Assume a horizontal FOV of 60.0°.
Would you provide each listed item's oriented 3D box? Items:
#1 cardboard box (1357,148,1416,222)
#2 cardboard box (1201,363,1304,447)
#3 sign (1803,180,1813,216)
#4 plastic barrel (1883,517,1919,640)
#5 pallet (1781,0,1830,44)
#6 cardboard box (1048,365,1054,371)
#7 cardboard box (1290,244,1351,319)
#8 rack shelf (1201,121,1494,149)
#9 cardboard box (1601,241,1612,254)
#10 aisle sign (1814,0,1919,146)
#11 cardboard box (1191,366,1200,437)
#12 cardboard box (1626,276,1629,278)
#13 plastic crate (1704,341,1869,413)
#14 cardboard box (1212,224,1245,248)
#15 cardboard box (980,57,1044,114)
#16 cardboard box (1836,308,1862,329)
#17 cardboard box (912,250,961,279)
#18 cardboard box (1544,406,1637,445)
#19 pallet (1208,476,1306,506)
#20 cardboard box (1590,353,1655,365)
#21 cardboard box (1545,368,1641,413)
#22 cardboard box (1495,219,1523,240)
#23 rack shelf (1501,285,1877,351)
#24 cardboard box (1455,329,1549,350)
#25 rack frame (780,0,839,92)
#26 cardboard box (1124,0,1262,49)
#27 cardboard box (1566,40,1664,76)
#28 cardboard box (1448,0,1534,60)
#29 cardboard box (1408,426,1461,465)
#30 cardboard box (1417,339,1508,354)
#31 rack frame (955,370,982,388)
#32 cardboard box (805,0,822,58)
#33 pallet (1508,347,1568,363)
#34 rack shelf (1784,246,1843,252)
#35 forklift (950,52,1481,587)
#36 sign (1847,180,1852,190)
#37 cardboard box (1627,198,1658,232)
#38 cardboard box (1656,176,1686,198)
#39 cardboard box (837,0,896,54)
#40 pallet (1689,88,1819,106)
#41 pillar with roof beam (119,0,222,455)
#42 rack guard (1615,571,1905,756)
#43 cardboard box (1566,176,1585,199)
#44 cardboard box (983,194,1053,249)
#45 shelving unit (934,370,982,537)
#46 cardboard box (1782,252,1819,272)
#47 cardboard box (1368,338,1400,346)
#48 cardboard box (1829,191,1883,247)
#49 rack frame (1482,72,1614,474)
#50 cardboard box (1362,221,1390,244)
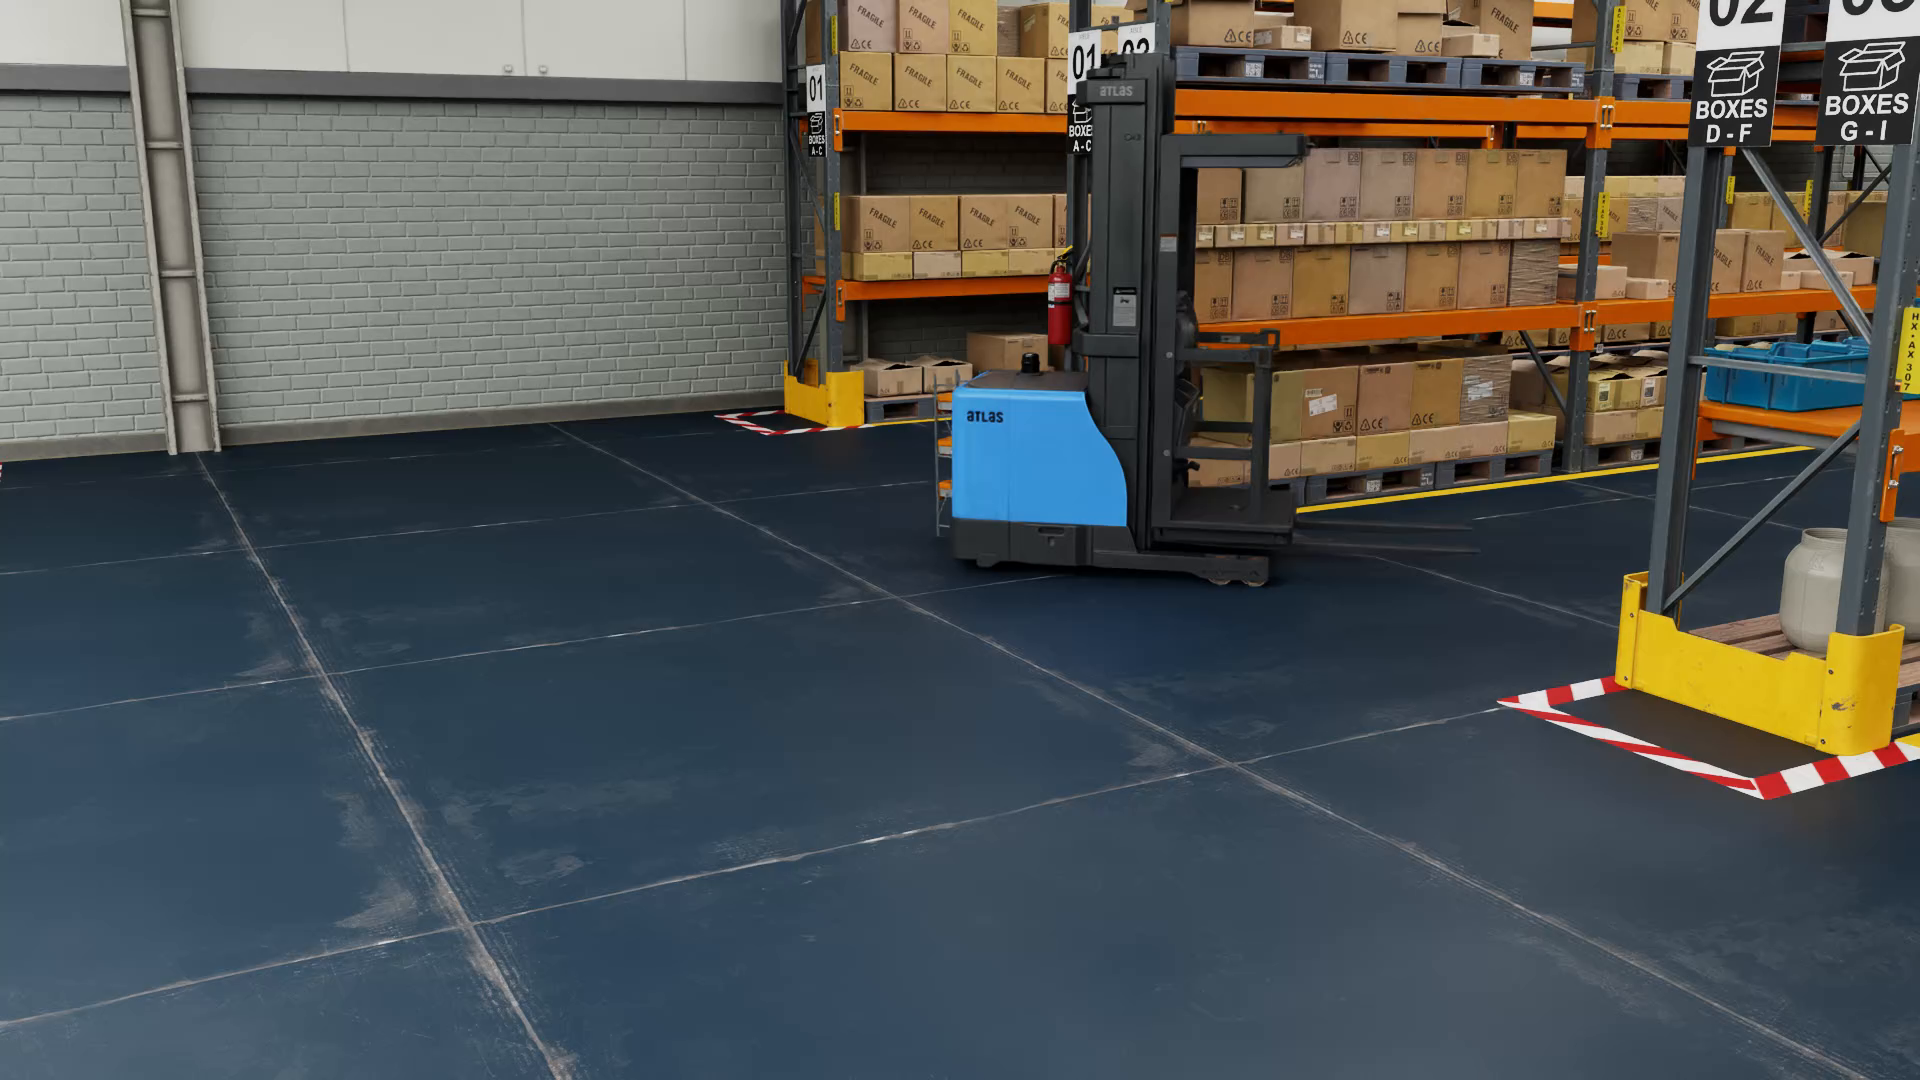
[{"bbox_3d":[2.823,-2.549,11.920,0.500,0.500,0.700,-7,14,-28],"label":"cardboard box"},{"bbox_3d":[2.035,-0.948,11.589,0.500,0.500,0.500,-7,14,-28],"label":"cardboard box"},{"bbox_3d":[7.773,-3.124,15.202,0.005,0.325,0.100,-7,14,-28],"label":"sign"},{"bbox_3d":[4.371,0.175,7.711,0.421,0.512,0.421,0,13,0],"label":"plastic barrel"},{"bbox_3d":[4.163,-2.137,6.871,1.213,0.211,1.003,-7,14,-28],"label":"pallet"},{"bbox_3d":[0.740,-1.687,16.764,0.250,0.149,0.380,-8,15,-32],"label":"cardboard box"},{"bbox_3d":[2.333,-1.855,11.793,0.500,0.500,0.700,-7,14,-27],"label":"cardboard box"},{"bbox_3d":[3.909,-4.350,17.915,4.000,0.370,1.077,-7,14,-28],"label":"rack shelf"},{"bbox_3d":[7.640,-3.515,19.924,0.250,0.149,0.380,-6,14,-26],"label":"cardboard box"},{"bbox_3d":[3.467,-1.902,6.307,0.004,0.787,0.394,-7,14,-28],"label":"aisle sign"},{"bbox_3d":[1.348,-0.996,11.799,0.500,0.500,0.500,-7,14,-28],"label":"cardboard box"},{"bbox_3d":[5.214,-2.136,13.573,0.258,0.266,0.396,-7,15,-29],"label":"cardboard box"},{"bbox_3d":[3.686,-0.735,7.383,0.616,0.251,0.499,-7,14,-28],"label":"plastic crate"},{"bbox_3d":[1.698,-2.046,11.163,0.250,0.149,0.380,-7,15,-29],"label":"cardboard box"},{"bbox_3d":[0.459,-4.281,15.695,0.500,0.500,0.500,-6,14,-24],"label":"cardboard box"},{"bbox_3d":[11.681,-3.130,22.421,0.500,0.500,0.700,-7,14,-28],"label":"cardboard box"},{"bbox_3d":[-0.328,-2.591,15.586,0.500,0.250,0.500,-7,15,-30],"label":"cardboard box"},{"bbox_3d":[5.003,-0.931,13.222,0.500,0.250,0.500,-7,15,-29],"label":"cardboard box"},{"bbox_3d":[1.671,-0.381,11.820,1.213,0.211,1.003,-7,14,-28],"label":"pallet"},{"bbox_3d":[5.642,-1.416,14.099,0.500,0.311,0.500,-7,14,-28],"label":"cardboard box"},{"bbox_3d":[5.013,-1.206,13.164,0.500,0.311,0.500,-7,14,-28],"label":"cardboard box"},{"bbox_3d":[3.948,-2.315,12.359,0.250,0.149,0.380,-7,15,-30],"label":"cardboard box"},{"bbox_3d":[6.286,-1.933,14.004,4.000,0.370,1.077,-7,14,-28],"label":"rack shelf"},{"bbox_3d":[6.373,-2.657,19.521,0.750,0.750,0.750,-7,14,-29],"label":"cardboard box"},{"bbox_3d":[-1.357,-5.534,14.702,0.127,3.000,1.000,-7,14,-28],"label":"rack frame"},{"bbox_3d":[1.526,-3.499,10.983,0.637,0.503,0.797,-6,14,-24],"label":"cardboard box"},{"bbox_3d":[5.076,-3.731,12.911,0.500,0.250,0.500,-5,14,-22],"label":"cardboard box"},{"bbox_3d":[3.962,-3.856,12.578,0.500,0.500,0.500,-6,14,-23],"label":"cardboard box"},{"bbox_3d":[3.353,-0.740,12.370,0.500,0.250,0.500,-7,14,-28],"label":"cardboard box"},{"bbox_3d":[3.974,-1.314,13.215,0.500,0.500,0.500,-7,14,-28],"label":"cardboard box"},{"bbox_3d":[0.064,-0.572,10.747,0.200,1.050,0.008,7,14,33],"label":"rack frame"},{"bbox_3d":[-1.104,-4.712,15.333,0.500,0.500,0.500,-6,14,-25],"label":"cardboard box"},{"bbox_3d":[6.393,-2.156,19.710,1.213,0.211,1.003,-7,14,-28],"label":"pallet"},{"bbox_3d":[10.931,-3.729,21.984,4.000,0.370,1.077,-7,14,-28],"label":"rack shelf"},{"bbox_3d":[1.512,-1.291,9.669,3.031,2.935,1.130,3,13,13],"label":"forklift"},{"bbox_3d":[12.426,-4.859,23.214,0.005,0.325,0.100,-7,14,-28],"label":"sign"},{"bbox_3d":[8.003,-3.869,20.018,0.500,0.500,0.500,-7,14,-28],"label":"cardboard box"},{"bbox_3d":[8.435,-4.288,20.173,0.500,0.250,0.500,-6,14,-27],"label":"cardboard box"},{"bbox_3d":[-0.903,-4.610,14.880,0.500,0.500,0.500,-8,15,-32],"label":"cardboard box"},{"bbox_3d":[6.509,-3.659,13.632,1.213,0.211,1.003,-6,14,-25],"label":"pallet"},{"bbox_3d":[-4.361,-4.313,9.278,0.400,9.000,9.100,-7,14,-28],"label":"pillar with roof beam"},{"bbox_3d":[3.434,0.505,7.227,0.348,0.500,1.175,-7,14,-28],"label":"rack guard"},{"bbox_3d":[7.095,-4.126,19.452,0.500,0.250,0.500,-7,14,-27],"label":"cardboard box"},{"bbox_3d":[0.549,-3.061,15.968,0.500,0.500,0.500,-6,14,-26],"label":"cardboard box"},{"bbox_3d":[-0.004,-0.550,10.648,0.215,1.050,0.252,7,14,33],"label":"shelving unit"},{"bbox_3d":[7.164,-2.394,14.617,0.500,0.311,0.500,-7,14,-29],"label":"cardboard box"},{"bbox_3d":[4.550,-2.326,18.804,0.500,0.500,0.700,-7,14,-28],"label":"cardboard box"},{"bbox_3d":[11.611,-4.302,22.210,0.700,0.700,0.980,-7,14,-28],"label":"cardboard box"},{"bbox_3d":[4.531,-2.073,12.990,0.127,3.000,1.000,-7,14,-28],"label":"rack frame"},{"bbox_3d":[2.817,-2.179,11.755,0.250,0.149,0.380,-7,14,-27],"label":"cardboard box"}]
